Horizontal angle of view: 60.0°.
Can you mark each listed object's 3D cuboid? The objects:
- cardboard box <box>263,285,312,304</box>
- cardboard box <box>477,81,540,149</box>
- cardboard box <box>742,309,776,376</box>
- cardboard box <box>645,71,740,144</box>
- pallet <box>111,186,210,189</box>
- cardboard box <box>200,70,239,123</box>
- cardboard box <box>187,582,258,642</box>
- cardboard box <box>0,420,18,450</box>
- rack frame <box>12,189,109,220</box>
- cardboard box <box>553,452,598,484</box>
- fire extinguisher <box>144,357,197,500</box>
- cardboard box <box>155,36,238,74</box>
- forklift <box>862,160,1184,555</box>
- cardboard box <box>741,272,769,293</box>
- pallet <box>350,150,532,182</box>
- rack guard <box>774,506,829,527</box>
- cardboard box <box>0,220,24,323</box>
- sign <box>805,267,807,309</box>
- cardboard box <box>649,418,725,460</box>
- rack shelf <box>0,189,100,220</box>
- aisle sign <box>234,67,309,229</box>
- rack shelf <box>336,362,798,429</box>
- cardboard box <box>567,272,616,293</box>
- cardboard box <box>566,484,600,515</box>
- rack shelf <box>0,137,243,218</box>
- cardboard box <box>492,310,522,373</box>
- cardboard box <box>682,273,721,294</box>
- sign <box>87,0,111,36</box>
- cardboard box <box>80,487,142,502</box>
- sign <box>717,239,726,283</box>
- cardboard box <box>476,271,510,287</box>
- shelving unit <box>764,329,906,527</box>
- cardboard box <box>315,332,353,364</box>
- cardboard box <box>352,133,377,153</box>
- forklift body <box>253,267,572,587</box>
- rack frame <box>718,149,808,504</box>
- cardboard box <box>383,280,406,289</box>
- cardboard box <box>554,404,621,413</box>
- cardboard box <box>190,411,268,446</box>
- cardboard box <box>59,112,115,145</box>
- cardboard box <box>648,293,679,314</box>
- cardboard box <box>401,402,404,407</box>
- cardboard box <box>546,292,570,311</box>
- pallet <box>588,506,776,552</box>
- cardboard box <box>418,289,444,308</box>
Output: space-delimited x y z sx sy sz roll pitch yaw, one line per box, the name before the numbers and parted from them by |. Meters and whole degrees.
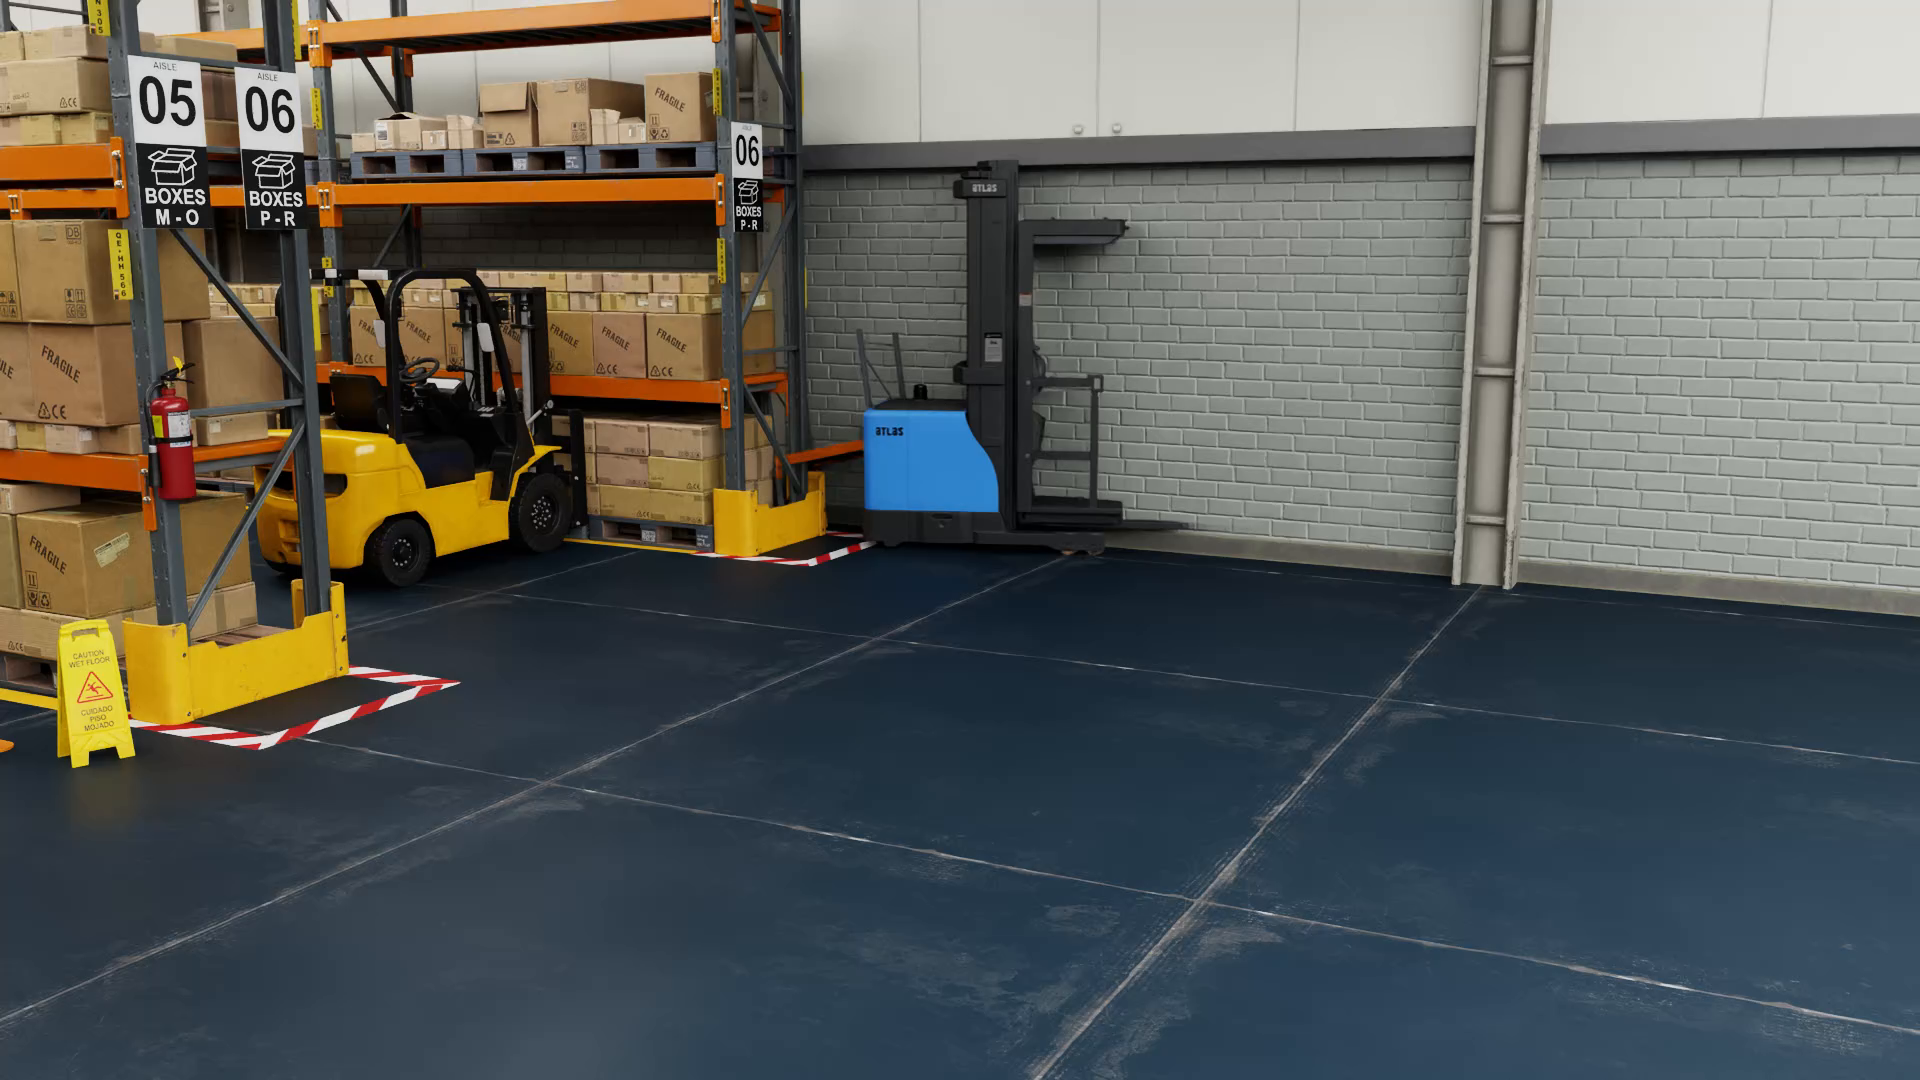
cardboard box | -5.927 -2.173 14.712 0.250 0.149 0.380 5 11 26
cardboard box | -3.387 -3.380 13.313 0.637 0.503 0.797 5 12 28
cardboard box | -1.822 -1.585 13.287 0.500 0.500 0.500 5 12 28
cardboard box | -2.005 -3.230 12.490 0.500 0.500 0.500 5 12 28
pallet | -7.022 -3.339 15.367 1.213 0.211 1.003 6 12 28
cardboard box | -4.026 -2.291 8.627 0.500 0.250 0.500 5 11 25
cardboard box | -4.294 0.379 9.256 0.500 0.250 0.500 5 11 25
cardboard box | -4.864 -0.573 8.678 0.250 0.149 0.380 5 12 27
rack frame | -8.674 -2.083 16.318 0.127 3.000 1.000 5 11 26
cardboard box | -2.992 -0.619 13.368 0.500 0.250 0.500 5 11 25
fire extinguisher | -3.794 -0.539 8.003 0.183 0.674 0.296 5 11 26
cardboard box | -3.922 -2.465 8.472 0.250 0.149 0.380 5 11 25
forklift | 0.798 -1.427 12.887 3.031 2.935 1.130 1 10 6
cardboard box | -1.707 -2.028 13.076 0.250 0.149 0.380 5 11 25
pallet | -4.311 -3.137 13.969 1.213 0.211 1.003 5 11 26
rack guard | -1.296 -0.157 13.633 0.087 0.250 0.587 -9 -3 35
cardboard box | -4.698 -1.394 8.585 0.500 0.500 0.700 5 11 26
sign | -1.249 -2.006 13.238 0.005 0.325 0.100 5 11 26
cardboard box | -2.051 -0.785 12.879 0.500 0.250 0.500 5 12 28
rack shelf | -10.468 -3.363 16.986 4.000 0.370 1.077 5 11 26
aisle sign | -3.500 -1.984 8.468 0.004 0.787 0.394 5 11 26
rack shelf | -3.294 -1.256 13.770 4.000 0.370 1.077 5 11 26
cardboard box | -2.869 -2.027 13.071 0.250 0.149 0.380 5 12 27
cardboard box | -2.948 -0.375 13.419 0.500 0.250 0.500 5 11 26
rack shelf | -5.487 -1.939 9.121 4.000 0.370 1.077 5 11 26
cardboard box | -3.434 -1.619 13.475 0.500 0.500 0.500 5 11 26
cardboard box | -1.915 -1.962 12.712 0.250 0.149 0.380 5 11 26
sign | -3.957 -2.484 7.626 0.005 0.325 0.100 5 11 26
cardboard box | -4.786 -0.032 9.423 0.500 0.500 0.500 5 11 24
sign | -1.753 -2.054 12.238 0.005 0.325 0.100 5 11 26
cardboard box | -3.742 -2.121 13.592 0.250 0.149 0.380 5 11 26
shelving unit | -0.973 -0.839 13.370 1.083 1.500 0.587 -9 -3 35
cardboard box | -5.655 -1.692 14.578 0.500 0.250 0.500 5 12 27
cardboard box | -4.819 -3.292 13.822 0.250 0.149 0.380 5 12 27
forklift body | -4.008 -0.893 12.126 1.214 2.155 2.313 5 11 26
rack frame | -1.500 -1.453 12.835 0.127 3.000 1.000 5 11 26
cardboard box | -4.650 -2.207 14.064 0.250 0.149 0.380 5 11 27
cardboard box | -3.197 -0.988 14.000 0.500 0.250 0.500 5 11 25
cardboard box | -3.906 -0.596 8.806 0.250 0.149 0.380 5 11 26
cardboard box | -4.137 -1.996 8.117 0.250 0.149 0.380 5 11 26
cardboard box | -2.177 -1.819 12.757 0.250 0.149 0.380 5 12 27
cardboard box | -4.792 -1.025 14.207 0.500 0.250 0.500 5 11 25
cardboard box | -3.096 -1.901 13.209 0.250 0.149 0.380 5 11 26
pallet | -2.204 -0.134 13.379 1.213 0.211 1.003 5 11 26
cardboard box | -4.250 -2.002 13.766 0.250 0.149 0.380 5 12 27
